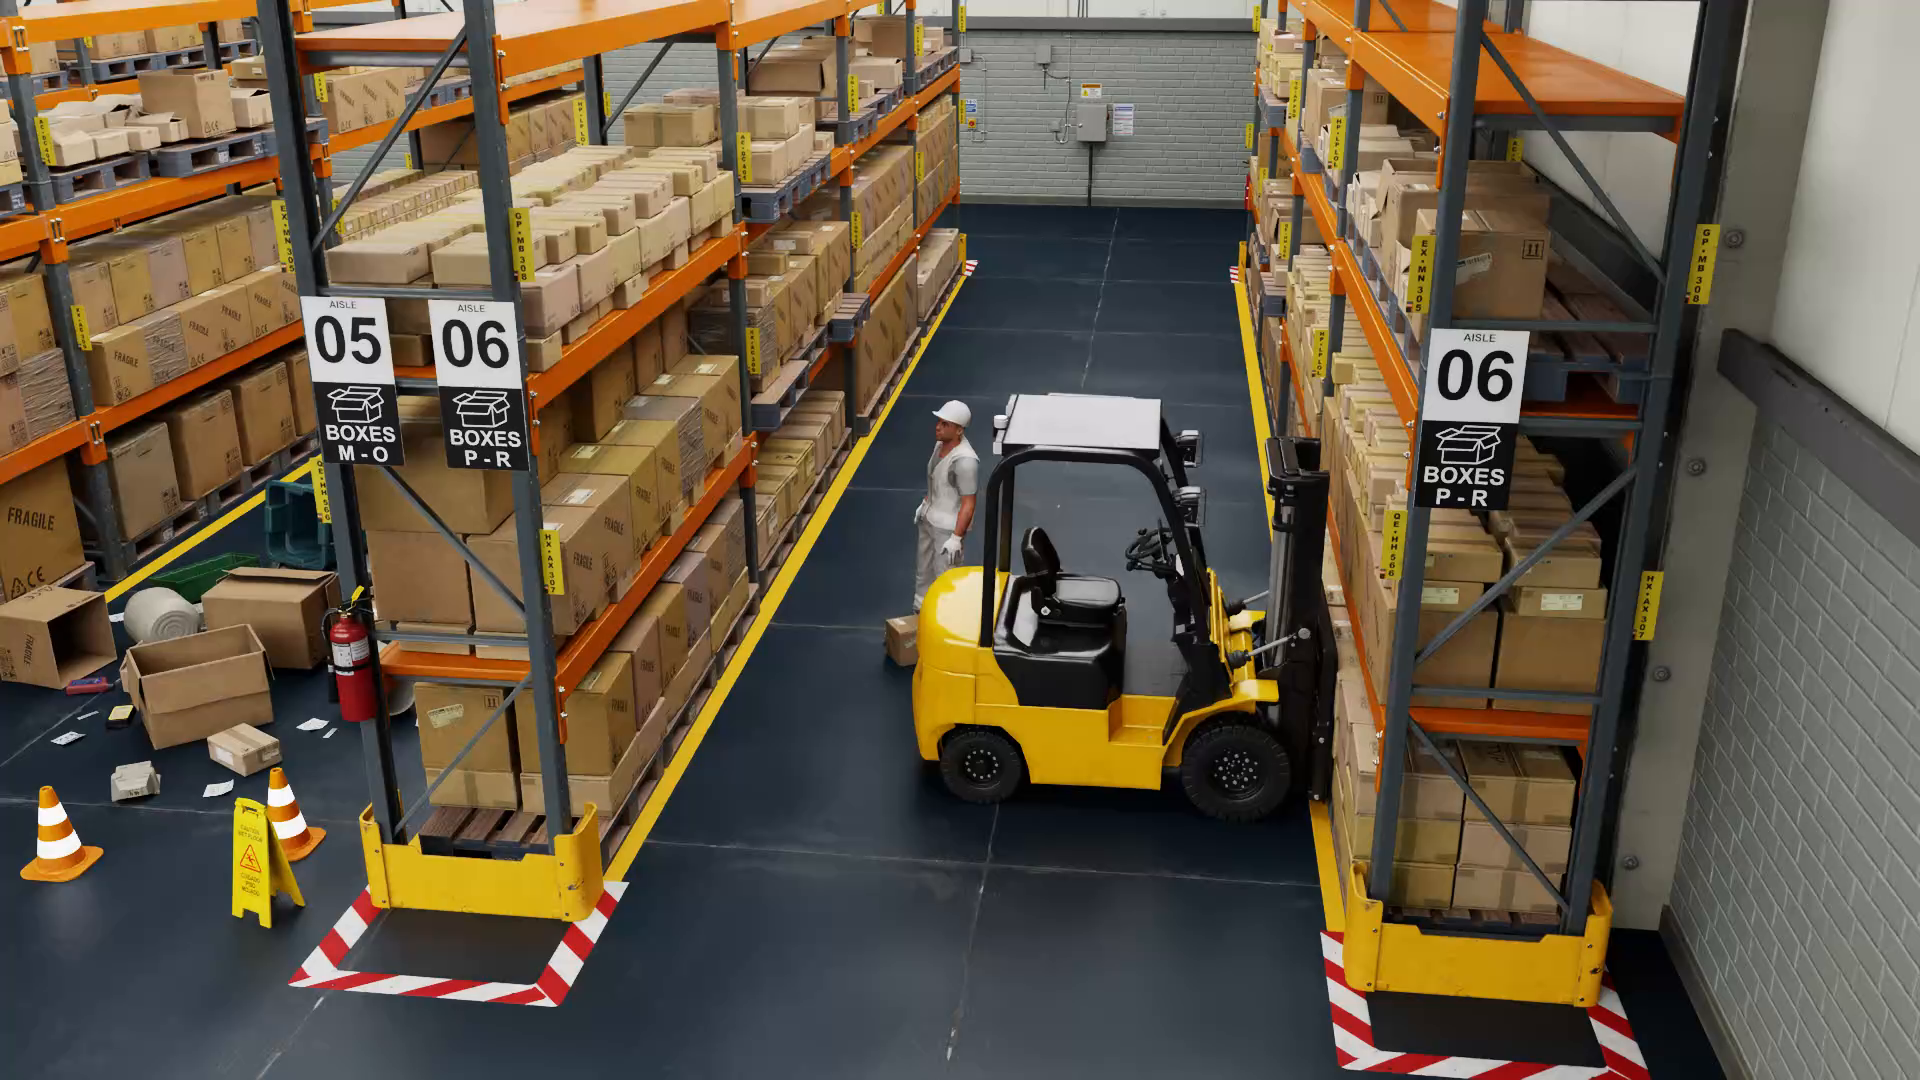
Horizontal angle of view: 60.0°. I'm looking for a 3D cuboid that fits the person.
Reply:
[{"bbox_3d":[-0.179,-0.077,11.222,0.565,1.787,0.638,-8,22,-21],"label":"person"}]
